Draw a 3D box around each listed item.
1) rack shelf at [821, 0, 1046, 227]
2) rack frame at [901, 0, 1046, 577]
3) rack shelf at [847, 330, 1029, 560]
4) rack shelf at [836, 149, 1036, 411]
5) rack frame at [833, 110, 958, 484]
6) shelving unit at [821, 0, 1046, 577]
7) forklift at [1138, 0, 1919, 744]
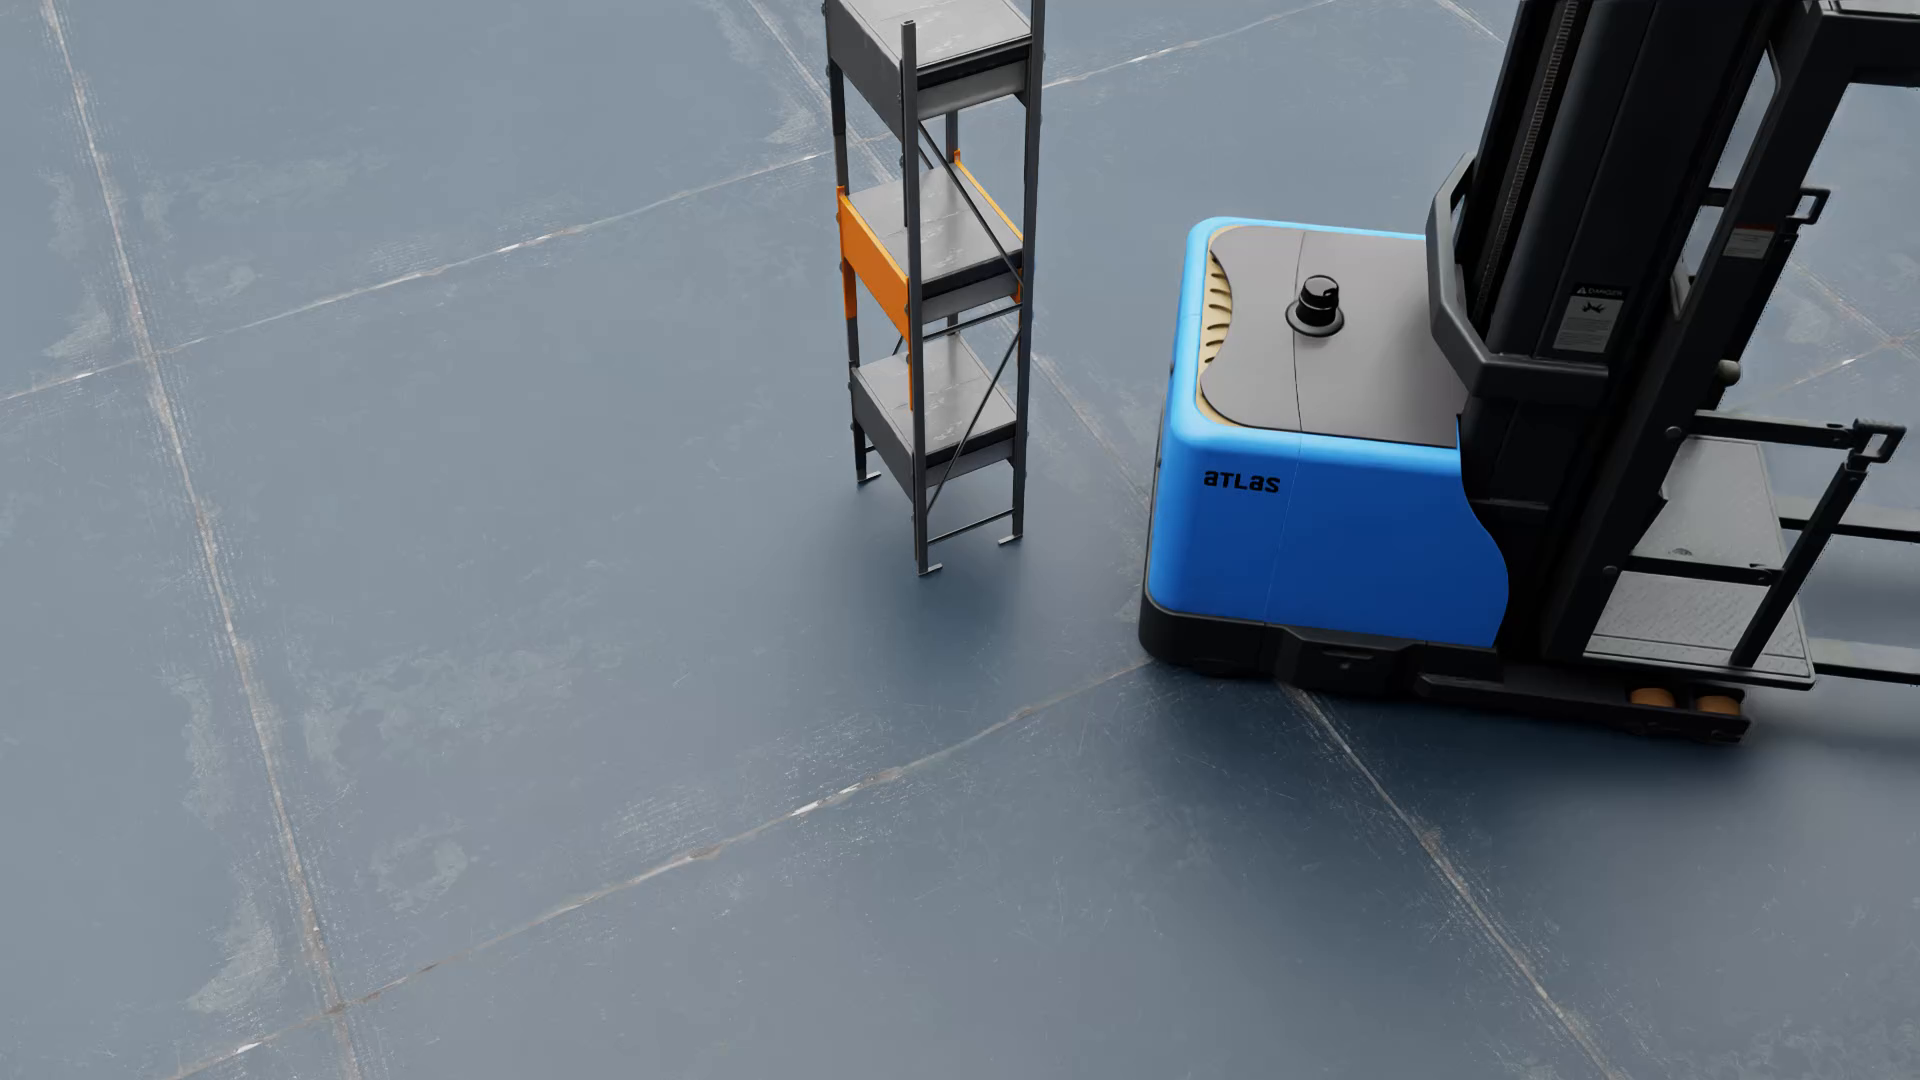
[{"bbox_3d":[-0.076,-1.254,4.540,0.431,0.518,0.480,-21,52,-18],"label":"rack shelf"},{"bbox_3d":[0.036,-0.639,4.914,0.400,2.100,0.015,-21,52,-18],"label":"rack frame"},{"bbox_3d":[-0.076,-0.332,5.594,0.431,0.518,0.480,-21,52,-18],"label":"rack shelf"},{"bbox_3d":[-0.076,-0.793,5.067,0.431,0.518,0.480,-21,52,-18],"label":"rack shelf"},{"bbox_3d":[-0.187,-0.965,5.199,0.400,2.100,0.015,-21,52,-18],"label":"rack frame"},{"bbox_3d":[-0.076,-0.802,5.057,0.431,2.100,0.503,-21,52,-18],"label":"shelving unit"},{"bbox_3d":[2.139,-0.761,4.468,3.031,2.935,1.130,6,49,6],"label":"forklift"}]
